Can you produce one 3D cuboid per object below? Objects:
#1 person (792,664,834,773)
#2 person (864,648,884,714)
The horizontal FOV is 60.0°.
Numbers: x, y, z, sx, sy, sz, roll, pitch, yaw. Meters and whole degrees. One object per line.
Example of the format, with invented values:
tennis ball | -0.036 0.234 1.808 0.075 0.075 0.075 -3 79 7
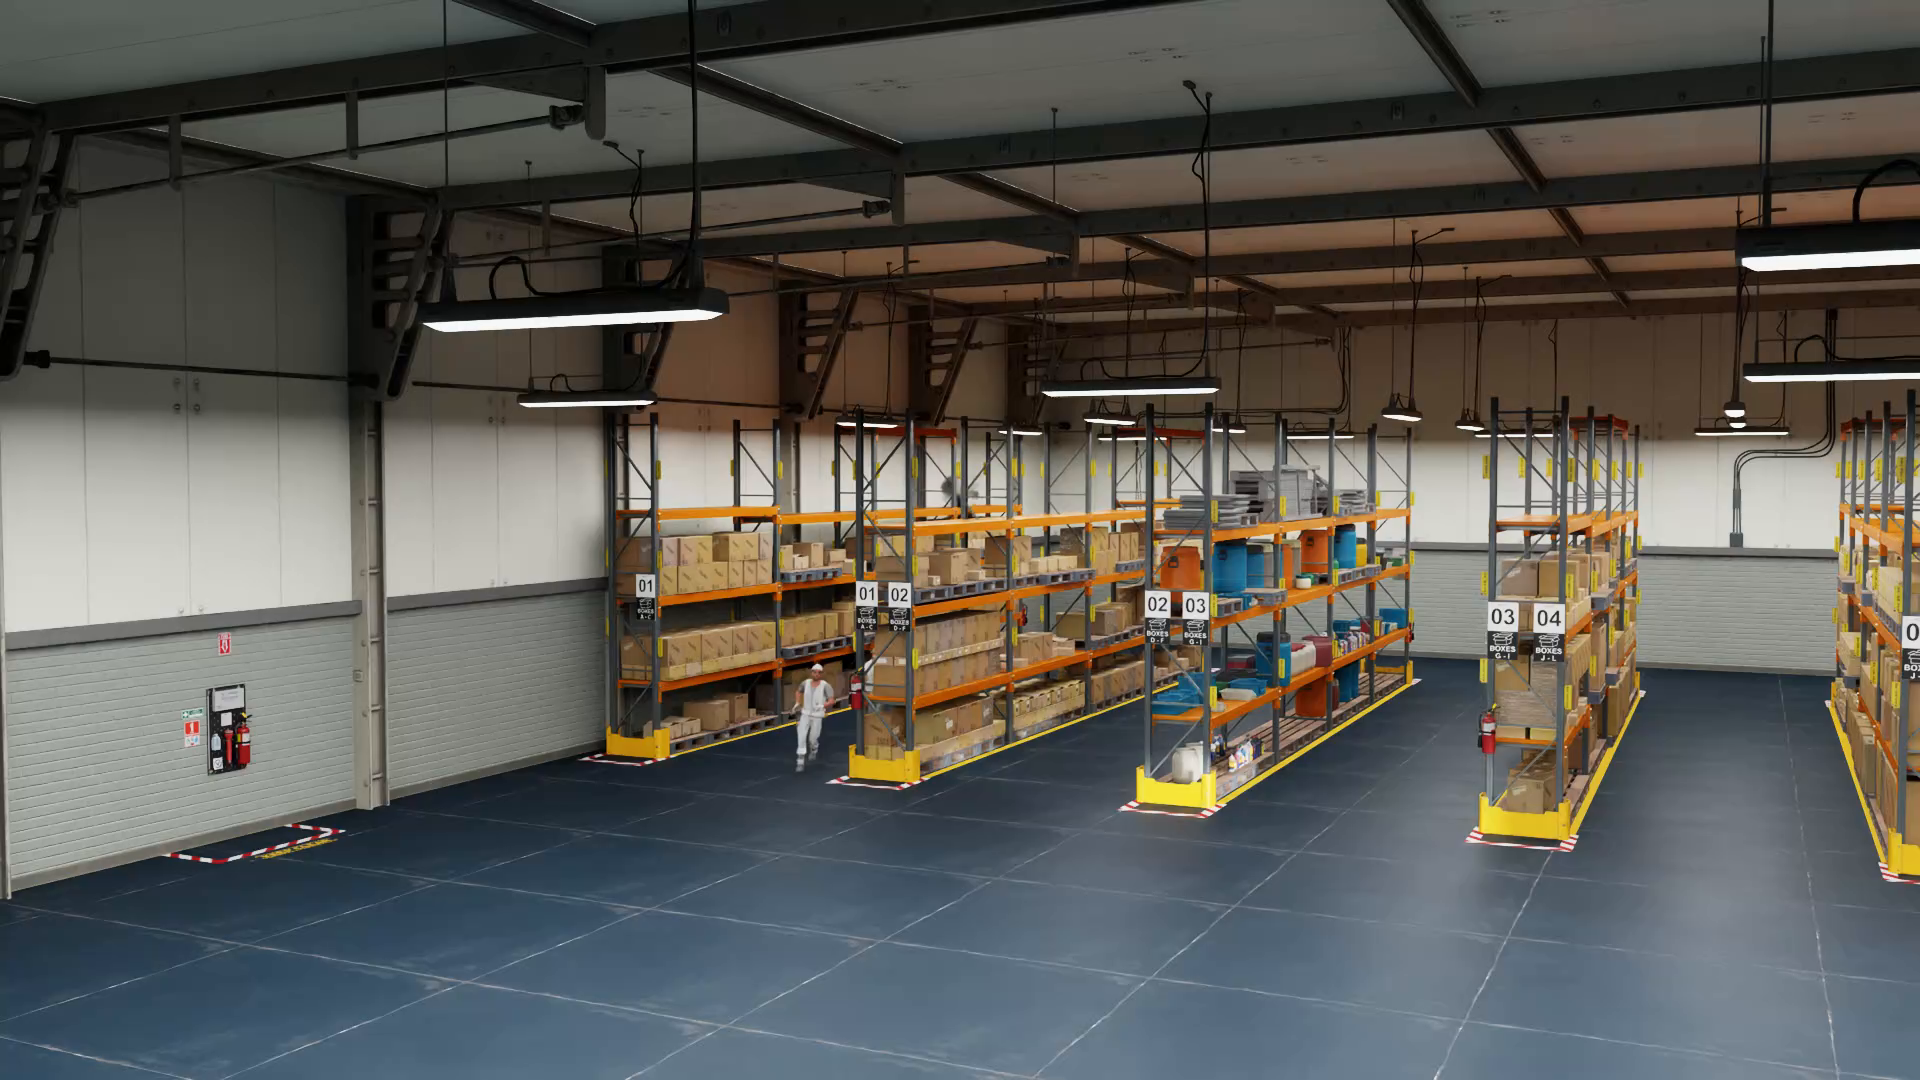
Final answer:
person | -2.453 2.957 27.846 0.704 1.780 0.903 0 2 8
person | -1.574 2.846 31.082 0.606 1.662 0.907 1 2 13
